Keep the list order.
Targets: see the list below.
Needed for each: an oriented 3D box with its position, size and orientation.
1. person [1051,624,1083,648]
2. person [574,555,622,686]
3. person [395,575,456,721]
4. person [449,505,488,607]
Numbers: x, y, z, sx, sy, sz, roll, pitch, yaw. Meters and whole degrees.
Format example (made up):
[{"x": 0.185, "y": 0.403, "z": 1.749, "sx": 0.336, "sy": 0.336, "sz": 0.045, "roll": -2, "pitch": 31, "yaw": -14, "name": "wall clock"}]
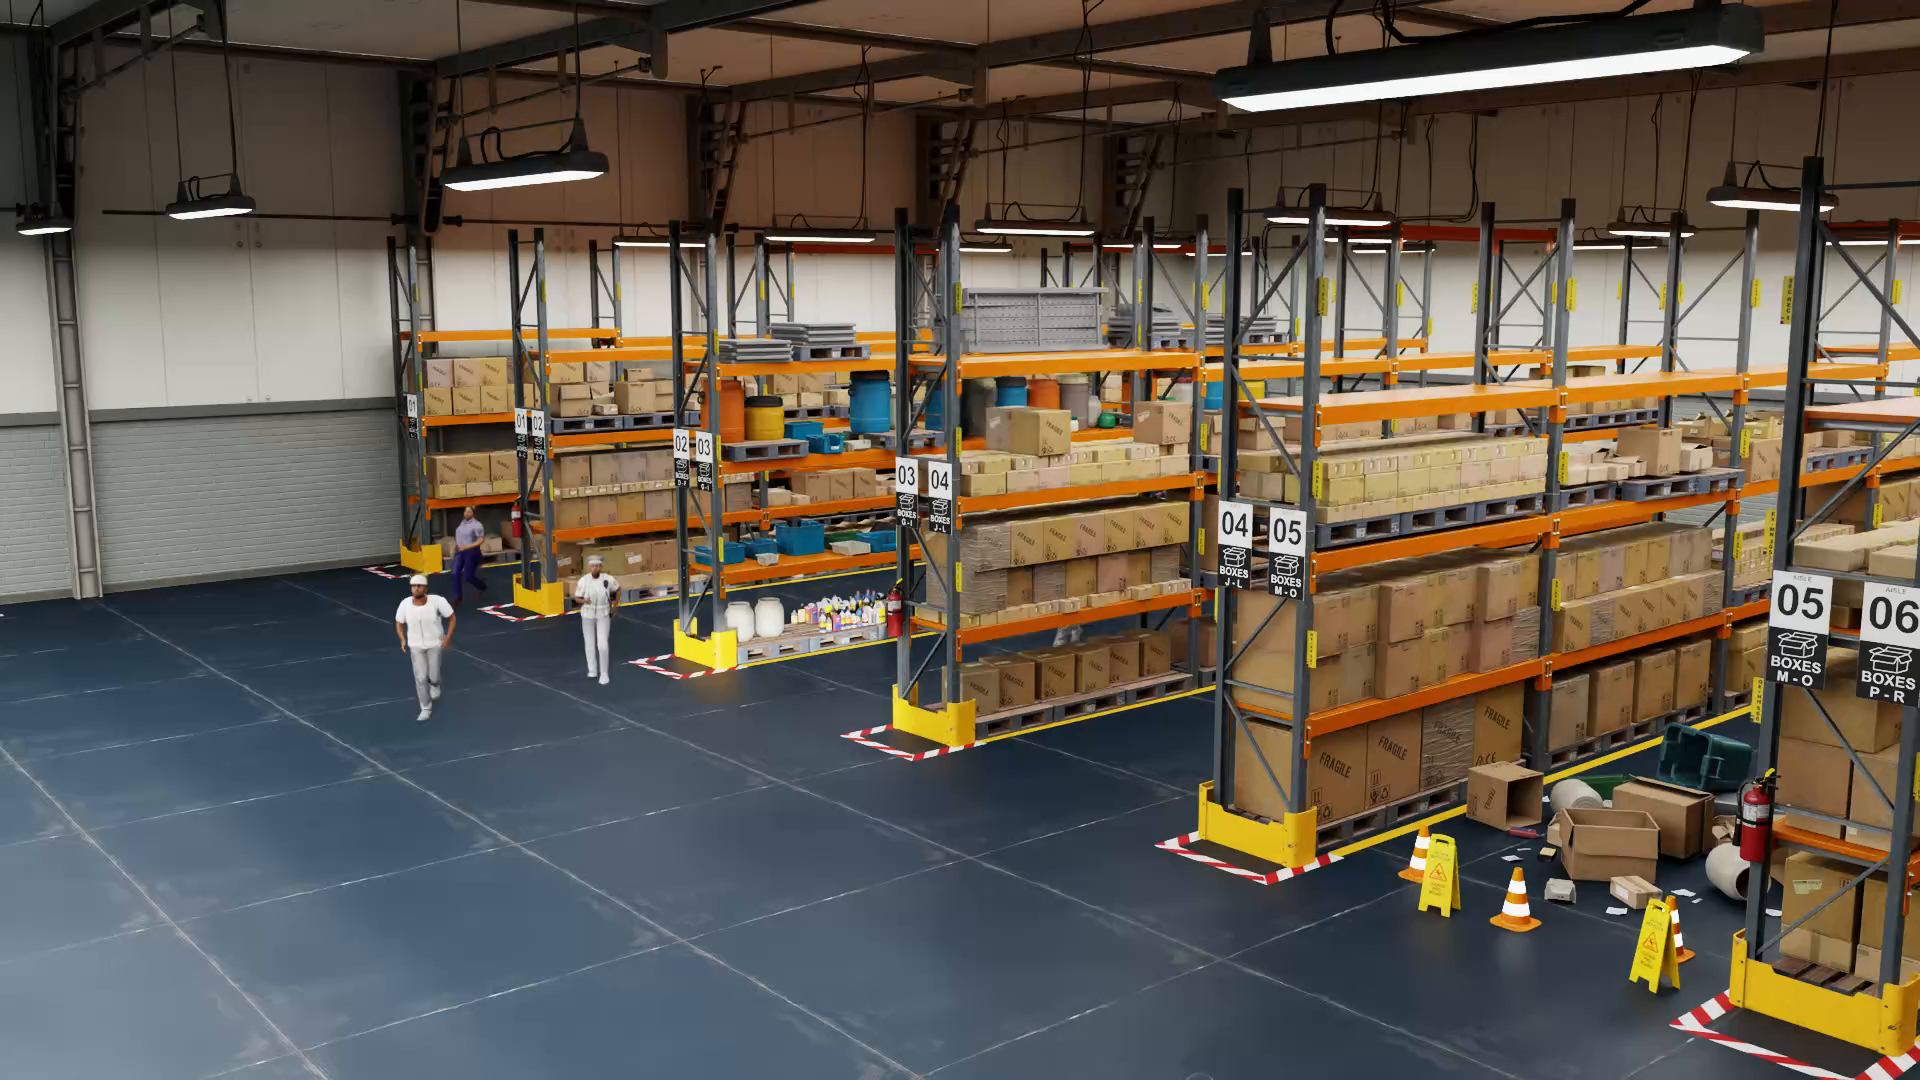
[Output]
[{"x": 1.419, "y": 0.589, "z": 22.165, "sx": 0.682, "sy": 1.779, "sz": 0.858, "roll": 7, "pitch": 11, "yaw": 39, "name": "person"}, {"x": -4.702, "y": 1.033, "z": 21.607, "sx": 0.584, "sy": 1.723, "sz": 0.724, "roll": -1, "pitch": 9, "yaw": -6, "name": "person"}, {"x": -6.414, "y": 1.255, "z": 20.014, "sx": 0.704, "sy": 1.748, "sz": 0.656, "roll": -1, "pitch": 9, "yaw": -8, "name": "person"}, {"x": -7.926, "y": 0.242, "z": 26.981, "sx": 0.626, "sy": 1.646, "sz": 0.780, "roll": 4, "pitch": 10, "yaw": 26, "name": "person"}]
